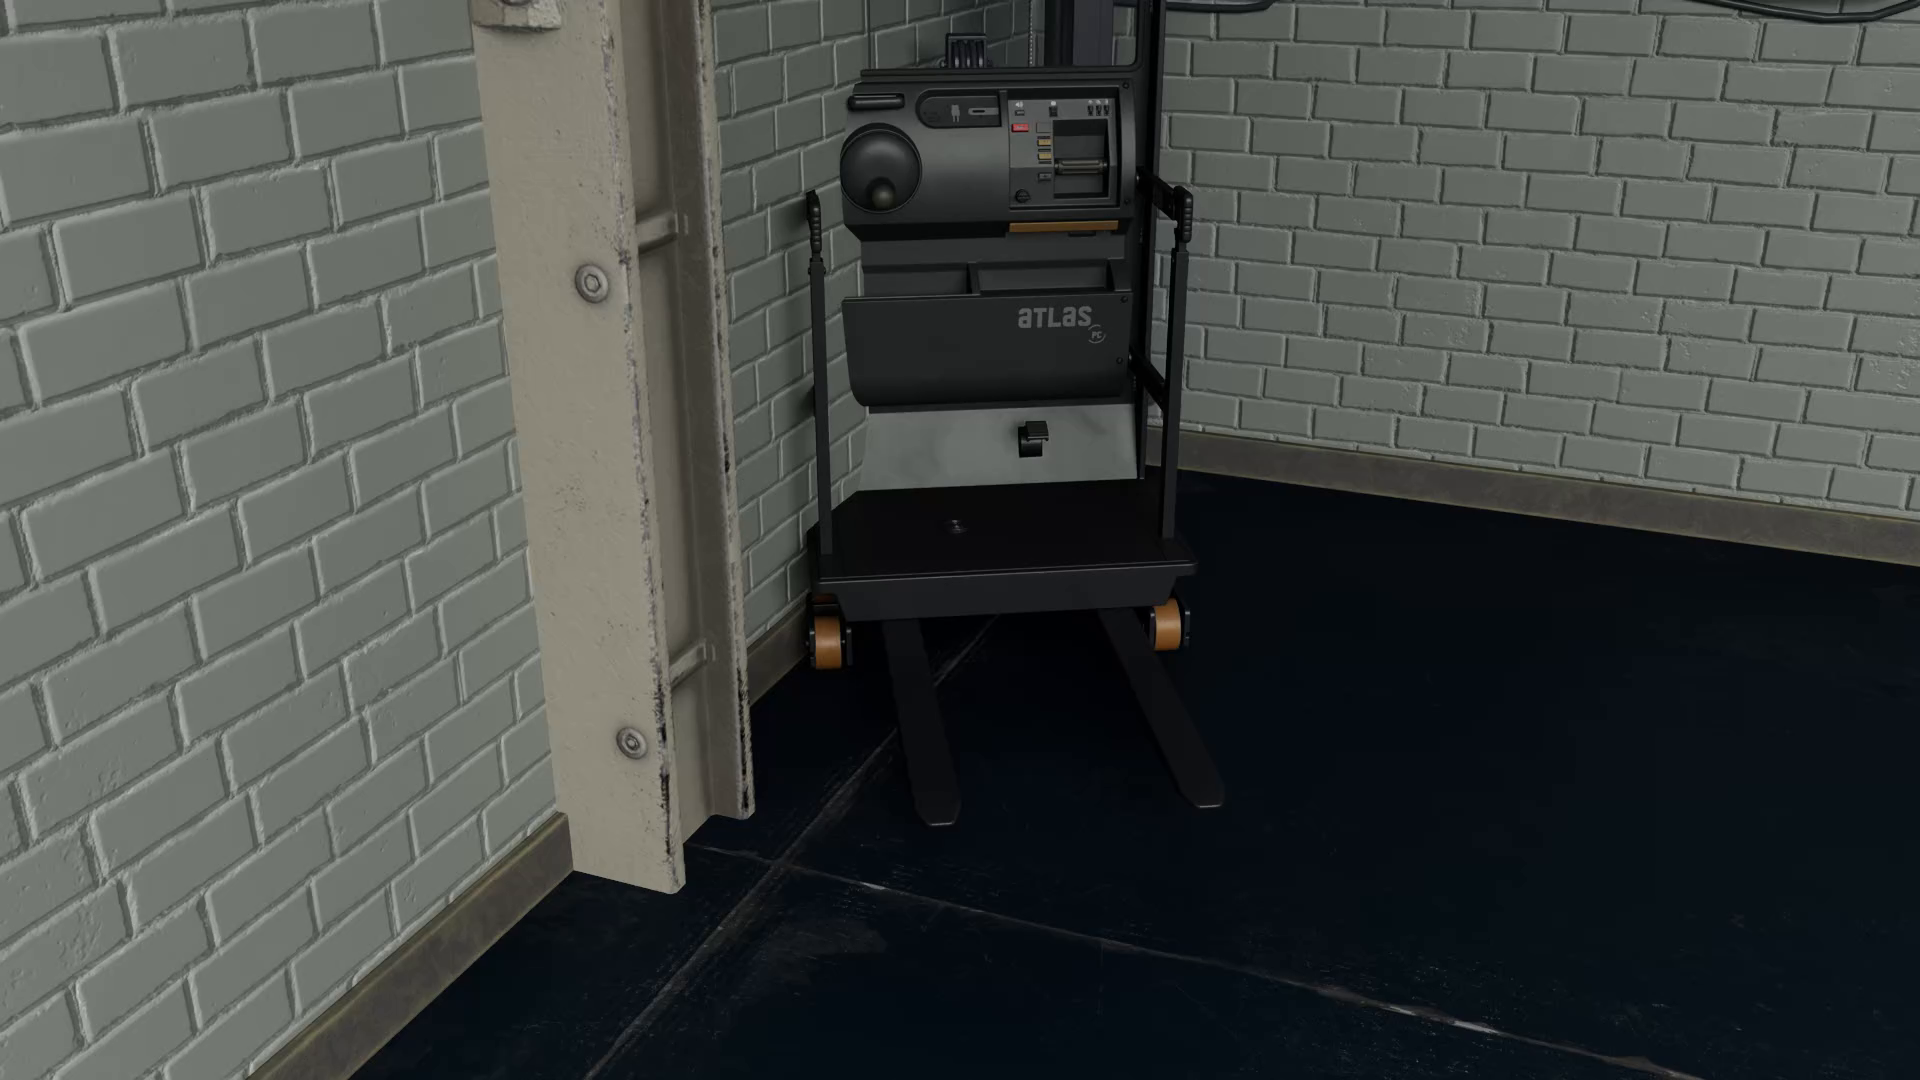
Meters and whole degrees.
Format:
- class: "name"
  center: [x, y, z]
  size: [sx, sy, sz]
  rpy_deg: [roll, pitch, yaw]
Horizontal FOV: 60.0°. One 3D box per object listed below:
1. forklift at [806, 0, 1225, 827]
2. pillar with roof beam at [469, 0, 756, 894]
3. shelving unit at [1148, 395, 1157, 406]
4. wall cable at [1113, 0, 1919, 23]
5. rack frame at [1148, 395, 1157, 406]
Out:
- class: "forklift"
  center: [0.076, -1.113, 4.612]
  size: [1.130, 2.935, 3.031]
  rpy_deg: [-3, 23, -6]
- class: "pillar with roof beam"
  center: [3.274, -2.817, 0.819]
  size: [9.100, 9.000, 0.400]
  rpy_deg: [9, 24, 20]
- class: "shelving unit"
  center: [0.402, -0.570, 6.617]
  size: [1.500, 0.431, 0.755]
  rpy_deg: [-20, 47, -31]
- class: "wall cable"
  center: [1.599, -2.866, 4.964]
  size: [3.097, 2.526, 0.112]
  rpy_deg: [9, 24, 20]
- class: "rack frame"
  center: [0.613, -0.361, 6.404]
  size: [1.500, 0.400, 0.023]
  rpy_deg: [-20, 47, -31]
